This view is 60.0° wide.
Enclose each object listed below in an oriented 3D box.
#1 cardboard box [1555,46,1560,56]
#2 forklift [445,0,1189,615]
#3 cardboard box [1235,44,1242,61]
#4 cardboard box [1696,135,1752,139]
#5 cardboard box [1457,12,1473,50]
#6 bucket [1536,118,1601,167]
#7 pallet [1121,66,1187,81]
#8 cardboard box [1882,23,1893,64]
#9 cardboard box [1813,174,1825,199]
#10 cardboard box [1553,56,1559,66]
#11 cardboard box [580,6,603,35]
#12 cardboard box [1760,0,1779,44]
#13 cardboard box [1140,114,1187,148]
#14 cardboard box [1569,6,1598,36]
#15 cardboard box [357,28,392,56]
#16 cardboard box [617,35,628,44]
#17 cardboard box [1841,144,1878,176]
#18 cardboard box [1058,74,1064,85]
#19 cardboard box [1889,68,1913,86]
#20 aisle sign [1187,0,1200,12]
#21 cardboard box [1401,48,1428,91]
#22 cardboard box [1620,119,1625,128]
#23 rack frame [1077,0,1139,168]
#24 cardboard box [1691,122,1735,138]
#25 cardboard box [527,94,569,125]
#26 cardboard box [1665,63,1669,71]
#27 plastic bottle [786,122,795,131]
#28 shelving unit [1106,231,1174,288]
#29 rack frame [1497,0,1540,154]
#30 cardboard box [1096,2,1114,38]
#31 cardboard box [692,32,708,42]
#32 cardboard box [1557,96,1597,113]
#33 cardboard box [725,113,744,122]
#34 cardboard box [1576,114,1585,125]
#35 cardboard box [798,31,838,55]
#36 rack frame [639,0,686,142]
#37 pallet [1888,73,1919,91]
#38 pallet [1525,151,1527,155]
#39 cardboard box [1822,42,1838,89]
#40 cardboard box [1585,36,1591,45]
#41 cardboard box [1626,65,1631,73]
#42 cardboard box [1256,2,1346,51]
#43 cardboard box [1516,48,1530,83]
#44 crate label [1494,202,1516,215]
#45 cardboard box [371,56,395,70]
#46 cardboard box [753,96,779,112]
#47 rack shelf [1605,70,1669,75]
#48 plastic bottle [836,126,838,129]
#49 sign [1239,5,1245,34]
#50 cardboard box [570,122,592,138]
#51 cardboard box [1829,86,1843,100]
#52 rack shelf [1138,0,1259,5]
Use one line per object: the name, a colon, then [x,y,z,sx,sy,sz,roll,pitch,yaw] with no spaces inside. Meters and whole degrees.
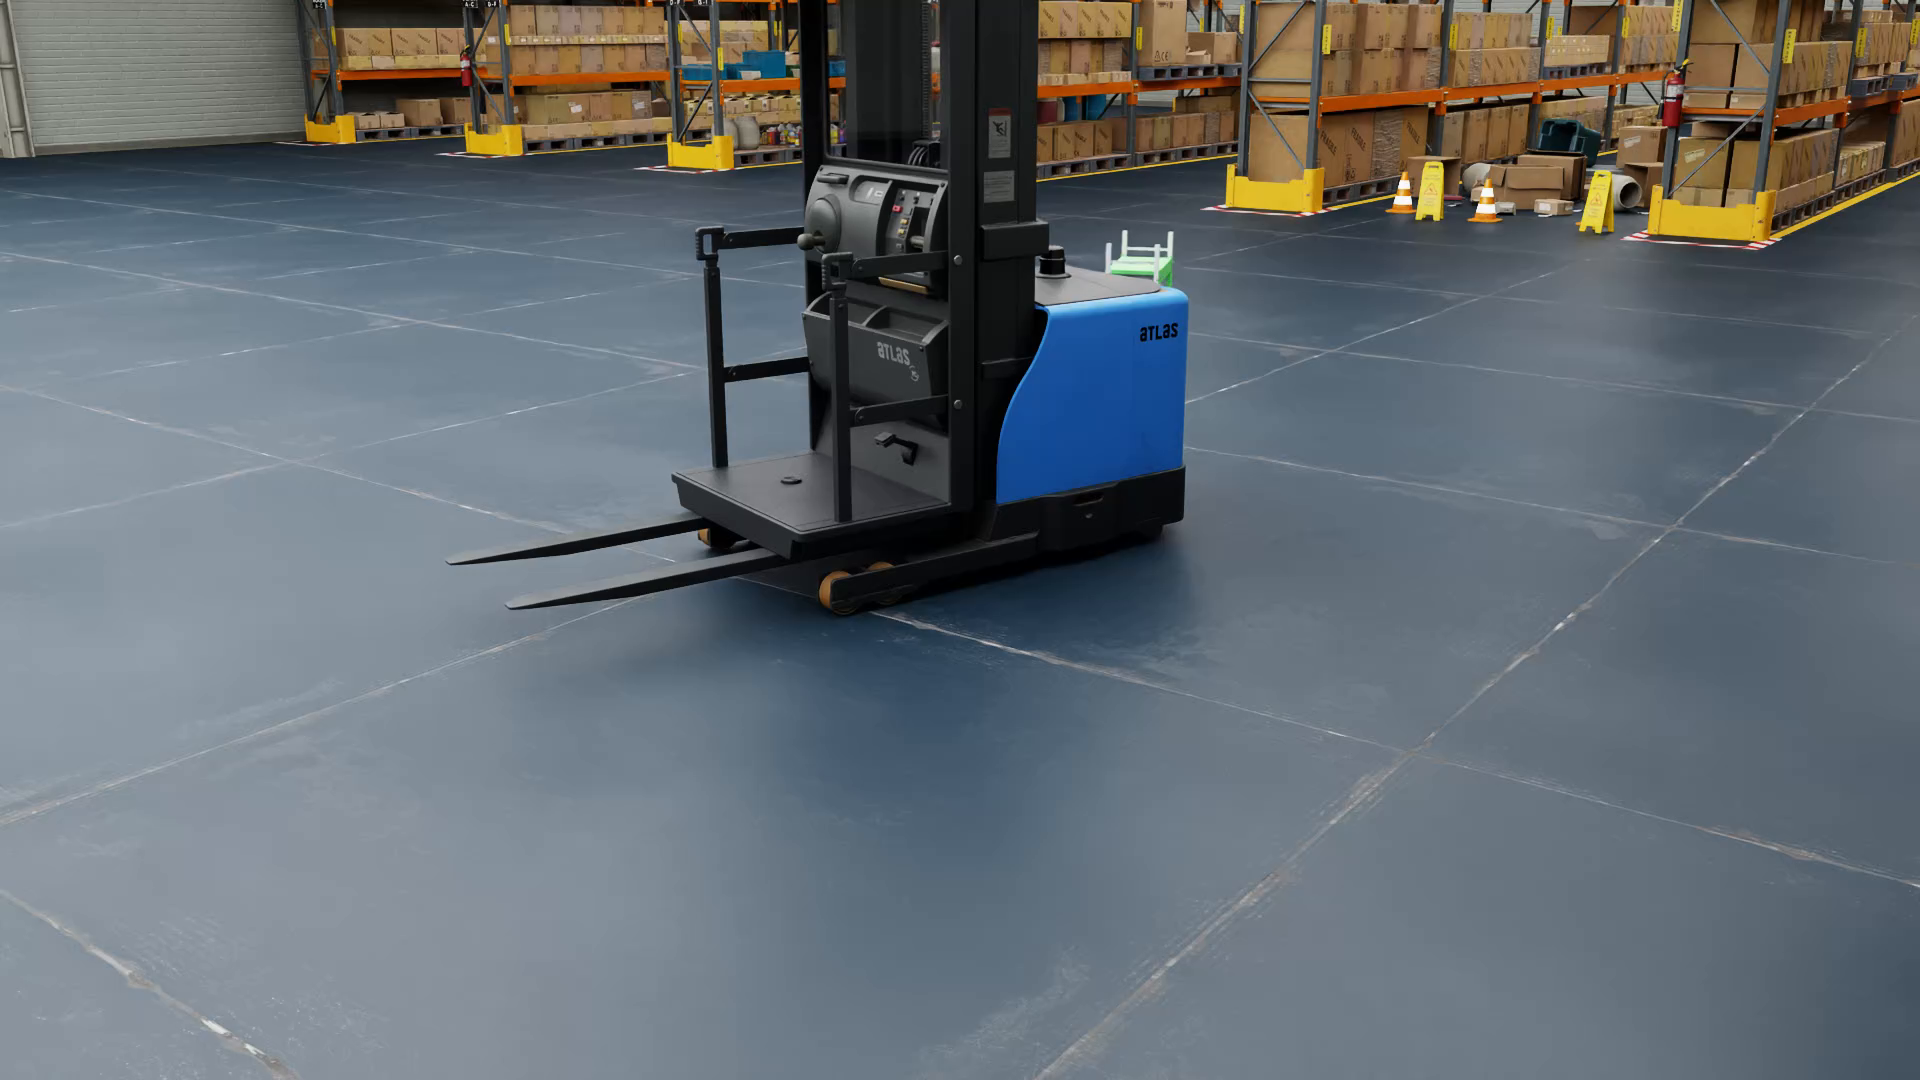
cardboard box: [9.363,-7.819,26.578,0.380,0.149,0.250,12,21,33]
forklift: [-0.511,-1.292,6.462,3.031,2.935,1.130,-12,21,-34]
cardboard box: [4.770,-8.497,29.380,0.500,0.500,0.500,13,22,36]
cardboard box: [8.443,-4.239,18.500,0.500,0.500,0.500,13,22,37]
cardboard box: [6.811,-7.202,23.524,0.700,0.500,0.500,12,21,34]
bucket: [7.985,-5.158,21.751,0.620,0.611,0.726,0,14,-35]
pallet: [2.864,-7.400,26.339,1.003,0.211,1.213,12,21,35]
cardboard box: [11.661,-6.395,21.399,0.500,0.500,0.500,11,21,32]
cardboard box: [9.805,-4.155,19.493,0.500,0.250,0.500,12,21,33]
cardboard box: [9.347,-7.667,26.592,0.380,0.149,0.250,14,22,37]
cardboard box: [-6.819,-9.289,29.741,0.700,0.500,0.500,12,21,35]
cardboard box: [8.303,-5.578,17.793,0.700,0.500,0.500,13,21,35]
cardboard box: [3.307,-6.738,27.356,0.700,0.500,0.500,10,20,30]
cardboard box: [11.044,-9.167,29.350,0.500,0.500,0.500,12,21,33]
cardboard box: [-11.198,-9.481,31.672,0.500,0.500,0.500,12,21,35]
cardboard box: [-6.260,-9.100,30.226,0.380,0.149,0.250,12,21,34]
cardboard box: [11.856,-5.173,22.565,0.950,0.372,0.625,12,21,34]
cardboard box: [1.283,-6.712,24.222,0.380,0.149,0.250,12,21,35]
cardboard box: [13.127,-6.537,23.491,0.500,0.250,0.500,12,21,34]
aisle sign: [5.268,-12.380,37.668,0.394,0.787,0.004,12,21,35]
cardboard box: [5.695,-6.282,22.161,0.875,0.550,0.550,12,21,35]
cardboard box: [11.812,-7.556,30.114,0.380,0.149,0.250,11,20,32]
rack frame: [2.291,-7.335,25.807,1.000,3.000,0.127,12,21,35]
cardboard box: [8.300,-4.523,18.321,0.380,0.149,0.250,13,22,36]
cardboard box: [-7.251,-7.588,29.283,0.500,0.500,0.500,12,21,35]
cardboard box: [13.219,-8.993,31.568,0.380,0.149,0.250,12,21,35]
plastic bottle: [-2.866,-6.891,28.100,0.144,0.351,0.185,12,21,34]
shelving unit: [0.839,-0.830,7.894,0.258,1.200,0.503,4,18,13]
rack frame: [8.595,-7.388,25.977,0.949,2.616,0.053,12,21,35]
cardboard box: [1.947,-7.728,24.714,0.500,0.500,0.500,12,21,35]
cardboard box: [-6.148,-11.425,38.272,0.500,0.500,0.500,12,21,34]
cardboard box: [10.424,-7.363,28.139,0.500,0.250,0.500,14,22,37]
cardboard box: [-4.611,-8.272,32.751,0.500,0.250,0.500,12,21,33]
cardboard box: [10.127,-6.883,27.857,0.500,0.500,0.500,12,21,34]
cardboard box: [-2.994,-10.458,34.985,0.700,0.500,0.500,5,18,16]
rack frame: [-5.662,-9.087,31.447,1.000,3.000,0.127,12,21,35]
pallet: [12.294,-6.257,22.657,1.213,0.211,1.003,12,21,35]
pallet: [9.065,-6.242,26.987,1.003,0.211,1.213,12,21,35]
cardboard box: [9.578,-5.376,18.828,0.500,0.500,0.500,13,22,36]
cardboard box: [10.278,-8.329,27.719,0.380,0.149,0.250,12,21,33]
cardboard box: [11.790,-8.441,29.791,0.380,0.149,0.250,11,21,32]
cardboard box: [4.083,-6.151,19.920,0.875,0.550,0.550,12,21,35]
cardboard box: [8.247,-7.162,25.081,0.500,0.500,0.500,12,21,35]
crate label: [6.412,-3.908,19.598,0.250,0.136,0.298,2,17,6]
cardboard box: [-11.182,-9.133,31.814,0.500,0.250,0.500,12,21,33]
cardboard box: [-4.001,-8.782,33.448,0.500,0.311,0.500,12,21,34]
rack shelf: [12.173,-8.566,30.655,0.919,0.124,3.809,12,21,35]
plastic bottle: [-2.087,-6.890,28.224,0.152,0.276,0.135,12,21,35]
sign: [3.404,-6.247,19.952,0.100,0.325,0.005,12,21,35]
cardboard box: [-6.954,-7.349,29.778,0.500,0.250,0.500,12,21,35]
cardboard box: [10.160,-5.273,19.590,0.380,0.149,0.250,13,21,36]
rack shelf: [3.483,-8.901,27.003,1.077,0.370,4.000,12,21,35]
